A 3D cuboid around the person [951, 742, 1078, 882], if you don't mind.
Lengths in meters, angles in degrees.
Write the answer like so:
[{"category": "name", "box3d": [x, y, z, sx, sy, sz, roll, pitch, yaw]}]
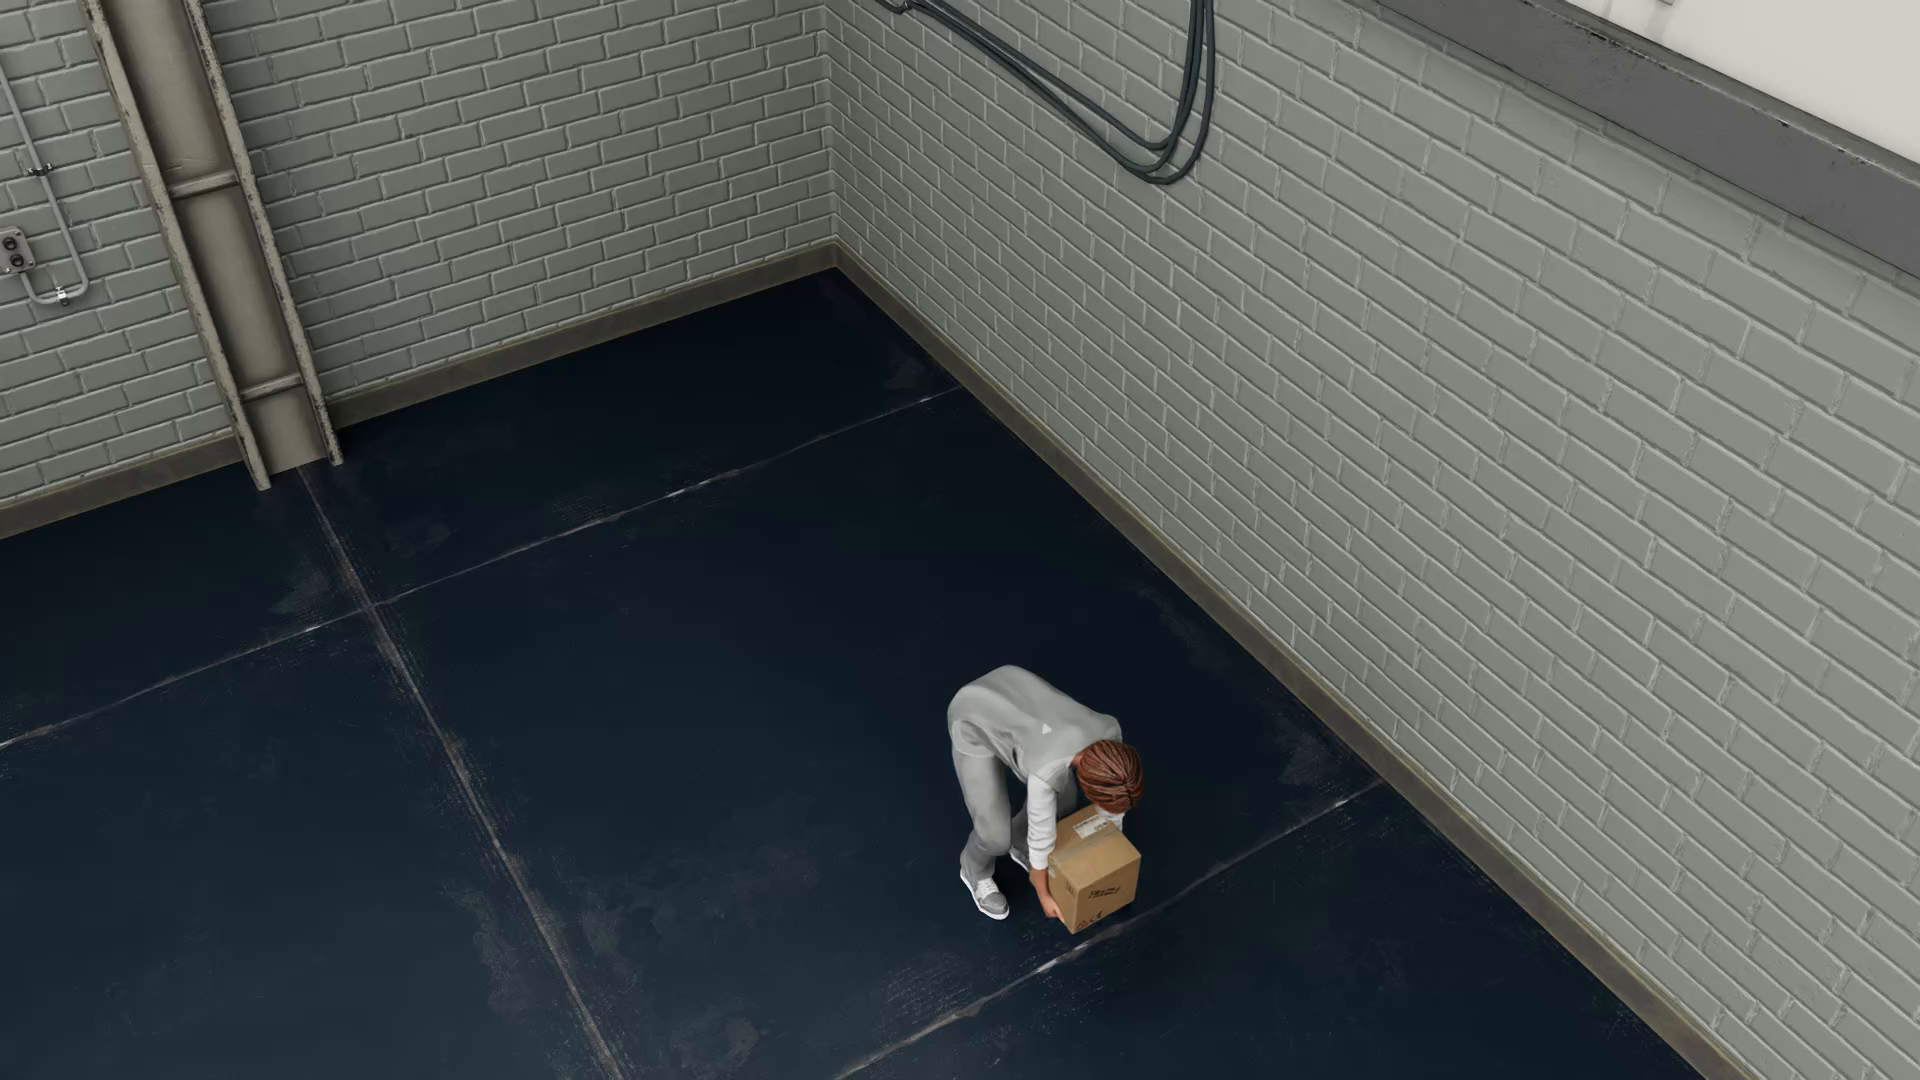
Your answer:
[{"category": "person", "box3d": [0.162, 0.864, 5.686, 0.398, 0.792, 0.365, -25, 47, -25]}]
